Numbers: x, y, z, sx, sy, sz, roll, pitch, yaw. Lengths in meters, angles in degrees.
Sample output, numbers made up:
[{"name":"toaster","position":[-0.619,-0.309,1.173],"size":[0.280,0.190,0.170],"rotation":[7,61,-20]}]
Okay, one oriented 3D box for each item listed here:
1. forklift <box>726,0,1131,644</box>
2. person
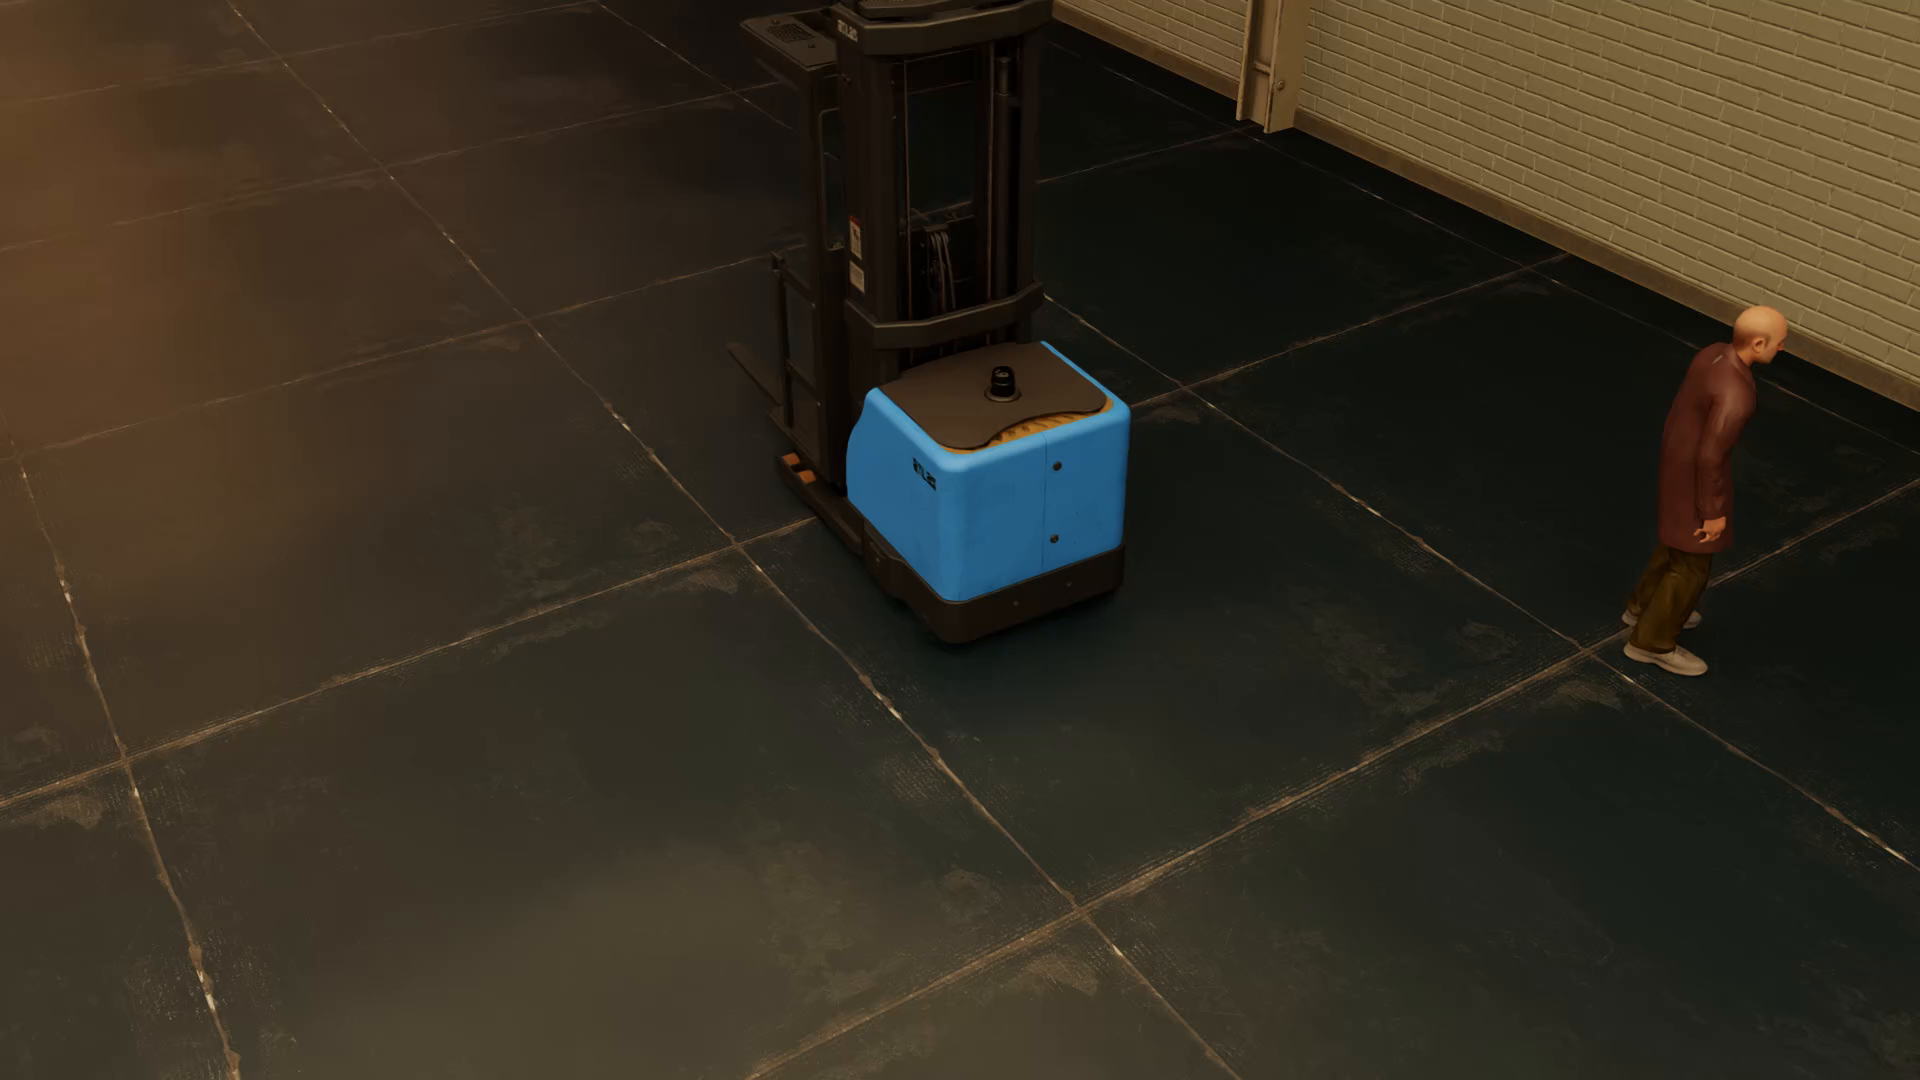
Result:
[{"name":"forklift","position":[-0.358,-1.531,8.326],"size":[1.130,2.935,3.031],"rotation":[-18,39,-24]},{"name":"person","position":[3.355,-0.247,7.509],"size":[0.437,1.774,0.644],"rotation":[8,36,11]}]
